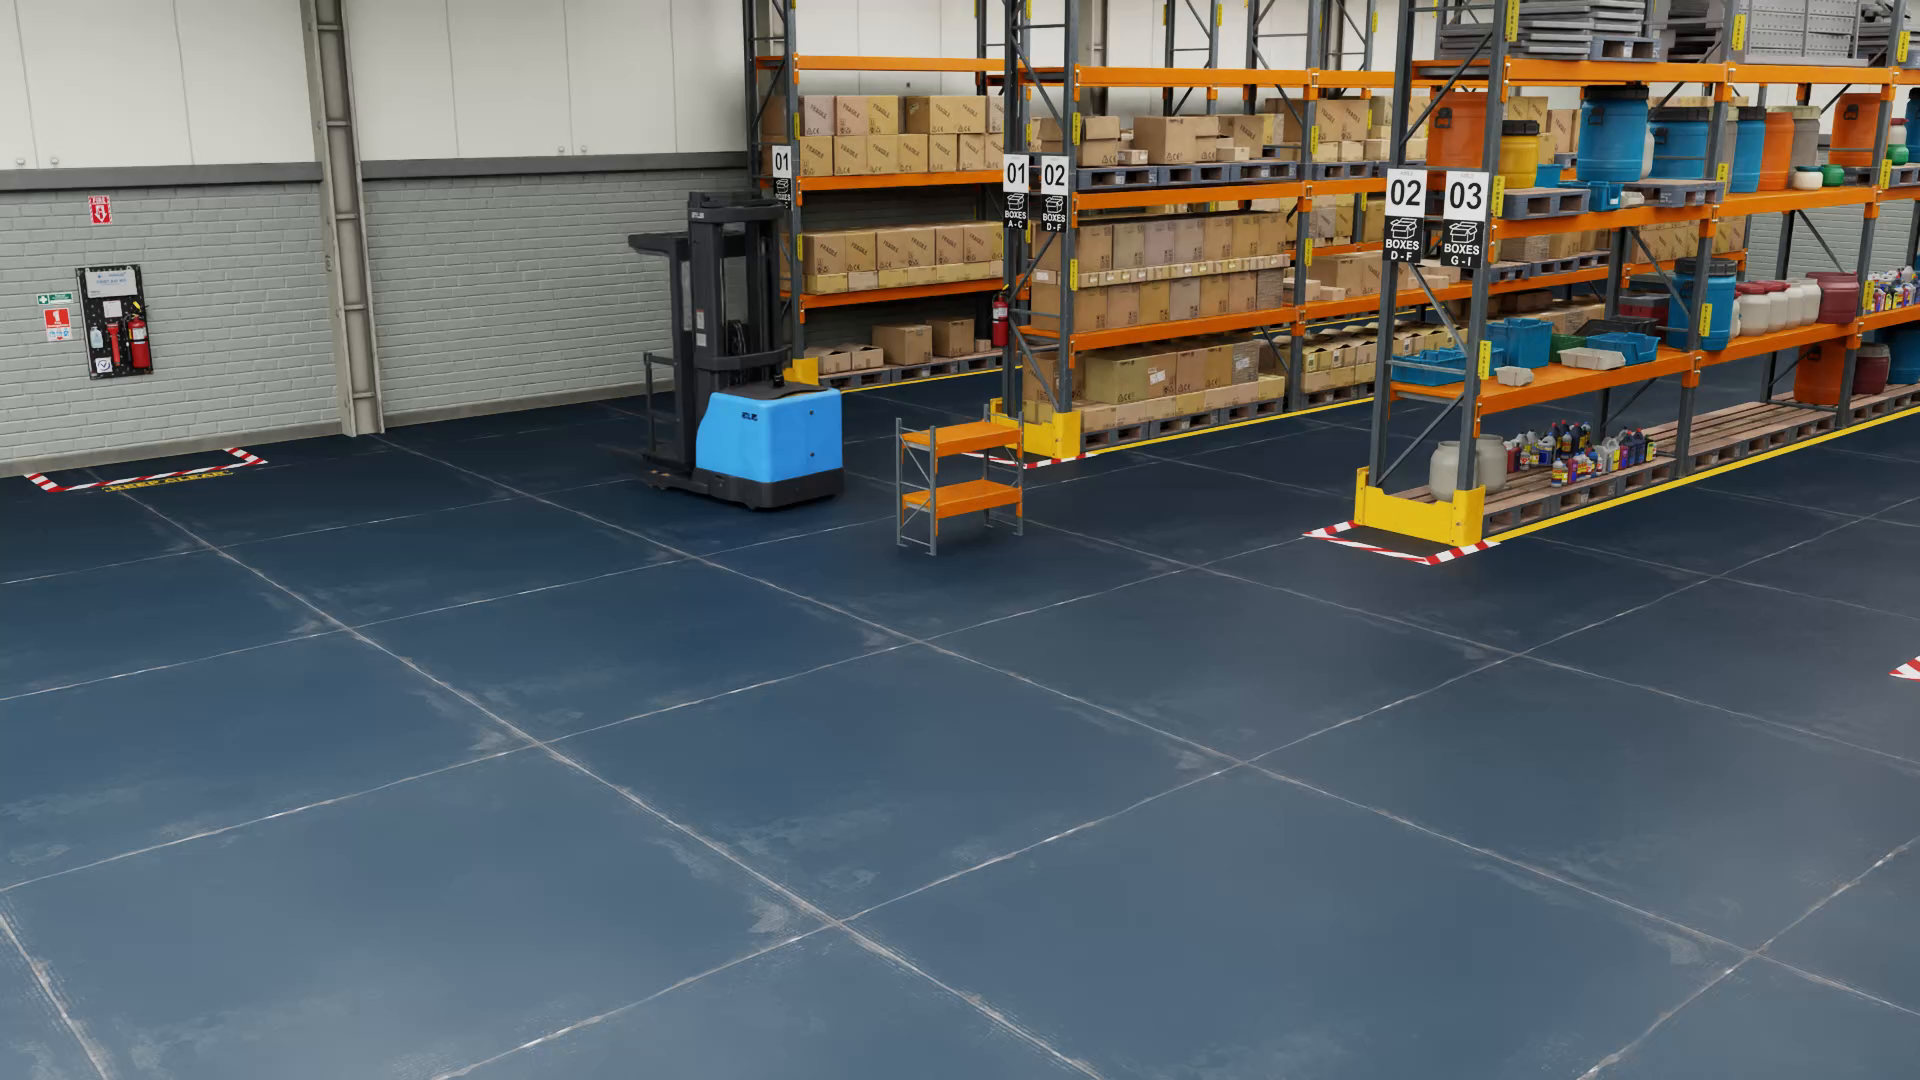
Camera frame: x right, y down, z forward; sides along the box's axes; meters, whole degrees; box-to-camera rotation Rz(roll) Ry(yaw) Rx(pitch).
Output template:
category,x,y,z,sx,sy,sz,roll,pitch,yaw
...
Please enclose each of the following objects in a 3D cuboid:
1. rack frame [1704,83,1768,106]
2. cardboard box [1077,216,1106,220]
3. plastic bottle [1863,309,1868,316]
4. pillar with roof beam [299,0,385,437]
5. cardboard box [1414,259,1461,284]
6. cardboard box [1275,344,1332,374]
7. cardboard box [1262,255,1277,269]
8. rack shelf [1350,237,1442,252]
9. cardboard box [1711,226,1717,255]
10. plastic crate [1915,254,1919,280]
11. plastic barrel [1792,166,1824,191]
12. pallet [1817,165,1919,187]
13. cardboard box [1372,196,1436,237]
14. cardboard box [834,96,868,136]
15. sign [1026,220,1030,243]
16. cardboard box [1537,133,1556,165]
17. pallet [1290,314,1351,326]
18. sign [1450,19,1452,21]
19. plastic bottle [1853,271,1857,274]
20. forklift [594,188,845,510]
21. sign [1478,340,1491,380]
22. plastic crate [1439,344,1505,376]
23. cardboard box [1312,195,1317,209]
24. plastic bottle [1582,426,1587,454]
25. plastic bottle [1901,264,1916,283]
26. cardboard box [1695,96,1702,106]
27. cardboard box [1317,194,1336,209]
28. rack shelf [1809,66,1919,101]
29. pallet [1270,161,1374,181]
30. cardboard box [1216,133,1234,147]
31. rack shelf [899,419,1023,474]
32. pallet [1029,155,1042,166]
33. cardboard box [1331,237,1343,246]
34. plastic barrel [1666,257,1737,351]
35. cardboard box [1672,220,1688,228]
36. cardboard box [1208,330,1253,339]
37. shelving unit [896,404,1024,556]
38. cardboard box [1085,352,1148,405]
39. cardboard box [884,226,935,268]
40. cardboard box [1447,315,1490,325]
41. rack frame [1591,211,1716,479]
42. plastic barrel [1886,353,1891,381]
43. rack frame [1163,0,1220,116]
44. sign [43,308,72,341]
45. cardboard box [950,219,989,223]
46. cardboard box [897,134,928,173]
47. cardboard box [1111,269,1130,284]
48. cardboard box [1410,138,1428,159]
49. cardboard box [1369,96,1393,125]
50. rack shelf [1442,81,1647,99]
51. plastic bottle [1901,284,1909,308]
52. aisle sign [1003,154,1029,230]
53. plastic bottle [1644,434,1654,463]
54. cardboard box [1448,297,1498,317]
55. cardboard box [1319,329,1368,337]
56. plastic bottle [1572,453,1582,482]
category,x,y,z,sx,sy,sz,roll,pitch,yaw
rack frame,12.917,-8.076,27.547,0.127,3.000,1.000,-13,19,-39
cardboard box,1.919,-4.660,25.337,0.500,0.500,0.700,-10,18,-32
plastic bottle,10.669,-2.808,19.690,0.135,0.276,0.152,-13,19,-39
pillar with roof beam,-4.148,-4.762,15.139,0.400,9.000,9.100,-13,19,-39
cardboard box,6.579,-3.726,23.060,0.500,0.311,0.500,-11,19,-36
cardboard box,4.340,-2.312,21.020,0.500,0.311,0.500,-13,19,-39
cardboard box,3.612,-3.377,20.130,0.250,0.149,0.380,-13,20,-41
rack shelf,8.154,-5.455,30.754,4.000,0.370,1.077,-13,19,-39
cardboard box,11.989,-4.925,27.182,0.500,0.500,0.500,-12,19,-39
plastic crate,13.277,-3.702,22.711,0.575,0.384,0.392,-13,19,-39
plastic barrel,9.325,-3.979,18.289,0.301,0.262,0.301,0,15,0
pallet,10.772,-4.326,19.686,1.213,0.211,1.003,-13,19,-39
cardboard box,8.162,-5.945,30.613,0.700,0.700,0.980,-14,20,-42
cardboard box,-1.546,-5.514,21.599,0.500,0.500,0.500,-13,20,-40
sign,0.972,-4.422,23.816,0.005,0.325,0.100,-13,19,-39
cardboard box,7.966,-5.575,23.802,0.500,0.500,0.910,-13,19,-39
pallet,6.112,-3.971,29.208,1.213,0.211,1.003,-13,19,-39
sign,9.303,-9.677,31.422,0.005,0.325,0.100,-13,19,-39
plastic bottle,11.406,-3.252,21.206,0.185,0.351,0.144,-13,19,-39
forklift,-2.551,-2.001,16.563,3.031,2.935,1.130,14,20,41
sign,4.454,-1.528,14.122,0.005,0.325,0.100,-13,19,-39
plastic crate,4.771,-1.682,15.524,0.408,0.251,0.499,-13,19,-39
cardboard box,5.684,-5.728,28.118,0.500,0.250,0.500,-12,19,-38
plastic bottle,6.430,-1.031,17.207,0.133,0.283,0.061,-13,19,-39
plastic bottle,12.640,-3.508,22.166,0.185,0.351,0.144,-13,19,-39
cardboard box,11.362,-6.828,26.555,0.500,0.500,0.700,-13,19,-39
cardboard box,6.069,-5.814,28.442,0.500,0.250,0.500,-12,19,-38
rack shelf,11.640,-5.554,20.274,4.000,0.370,1.077,-13,19,-39
pallet,4.521,-4.653,20.917,1.217,0.209,0.805,-14,20,-42
cardboard box,2.904,-4.696,19.793,0.500,0.311,0.500,-14,20,-42
rack shelf,0.005,-0.827,14.534,1.000,0.278,0.538,-13,19,-39
pallet,1.146,-5.551,24.270,1.003,0.211,1.213,-13,19,-39
cardboard box,6.401,-5.192,28.824,0.250,0.149,0.380,-12,19,-38
plastic barrel,7.604,-2.428,17.058,0.708,0.901,0.600,-13,19,-39
cardboard box,11.217,-5.231,26.389,0.500,0.500,0.500,-13,20,-41
cardboard box,3.309,-2.364,20.849,0.500,0.500,0.500,-13,19,-39
shelving unit,0.005,-0.545,14.609,1.048,1.125,0.538,-13,19,-39
cardboard box,1.774,-1.837,18.874,0.500,0.500,0.500,-13,19,-39
cardboard box,-0.695,-4.011,22.751,0.500,0.500,0.500,-12,19,-38
cardboard box,7.434,-3.031,24.278,0.500,0.500,0.500,-12,19,-37
rack frame,7.113,-2.180,17.098,0.127,3.000,1.000,-13,19,-39
plastic barrel,11.708,-2.249,21.364,0.421,0.512,0.421,0,15,0
rack frame,3.627,-7.685,26.081,0.127,3.000,1.000,-13,19,-39
sign,-9.348,-2.234,17.232,0.234,0.329,0.001,-13,19,-39
cardboard box,0.118,-4.369,24.093,0.500,0.500,0.500,-13,20,-41
cardboard box,-0.783,-5.214,22.411,0.500,0.500,0.500,-11,19,-36
cardboard box,1.671,-2.941,18.496,0.250,0.149,0.380,-13,19,-39
cardboard box,6.193,-5.222,22.151,0.500,0.250,0.500,-12,19,-38
cardboard box,7.367,-7.520,29.108,0.500,0.500,0.500,-13,20,-40
rack shelf,8.391,-6.519,23.886,4.000,0.370,1.077,-13,19,-39
plastic bottle,11.571,-2.998,20.388,0.133,0.283,0.061,-13,19,-39
aisle sign,0.605,-3.769,18.011,0.004,0.787,0.394,-13,19,-39
plastic bottle,6.967,-0.934,16.846,0.133,0.283,0.061,-11,19,-37
cardboard box,7.473,-3.404,24.220,0.500,0.250,0.500,-12,19,-37
cardboard box,5.130,-2.672,22.370,0.500,0.311,0.500,-13,20,-40
plastic bottle,5.927,-0.701,15.997,0.097,0.271,0.097,0,15,0
